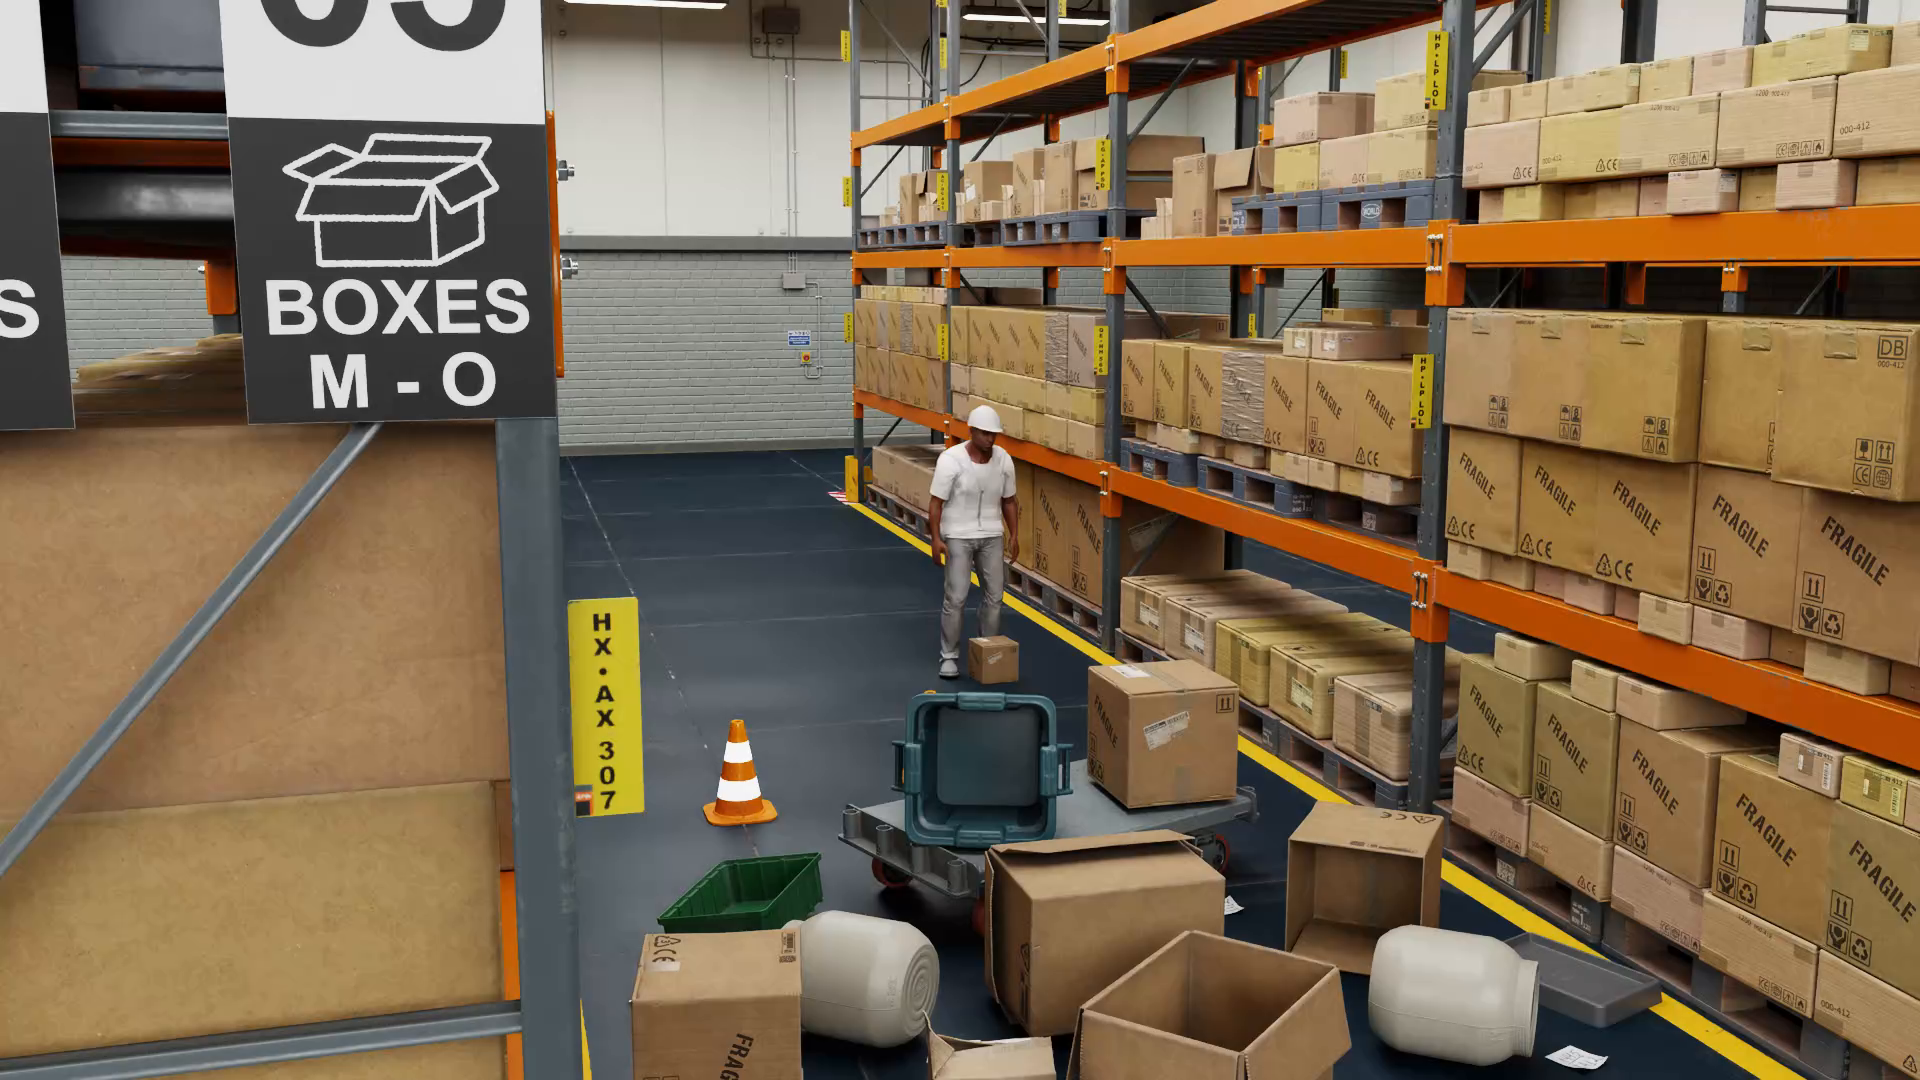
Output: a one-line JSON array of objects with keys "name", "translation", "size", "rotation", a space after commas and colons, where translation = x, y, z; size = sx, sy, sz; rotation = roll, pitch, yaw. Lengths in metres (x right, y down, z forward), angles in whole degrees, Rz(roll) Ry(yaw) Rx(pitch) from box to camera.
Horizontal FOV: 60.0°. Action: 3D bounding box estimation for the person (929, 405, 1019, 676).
[{"name": "person", "translation": [0.102, -0.002, 10.830], "size": [0.630, 1.759, 0.465], "rotation": [-4, 10, -22]}]
